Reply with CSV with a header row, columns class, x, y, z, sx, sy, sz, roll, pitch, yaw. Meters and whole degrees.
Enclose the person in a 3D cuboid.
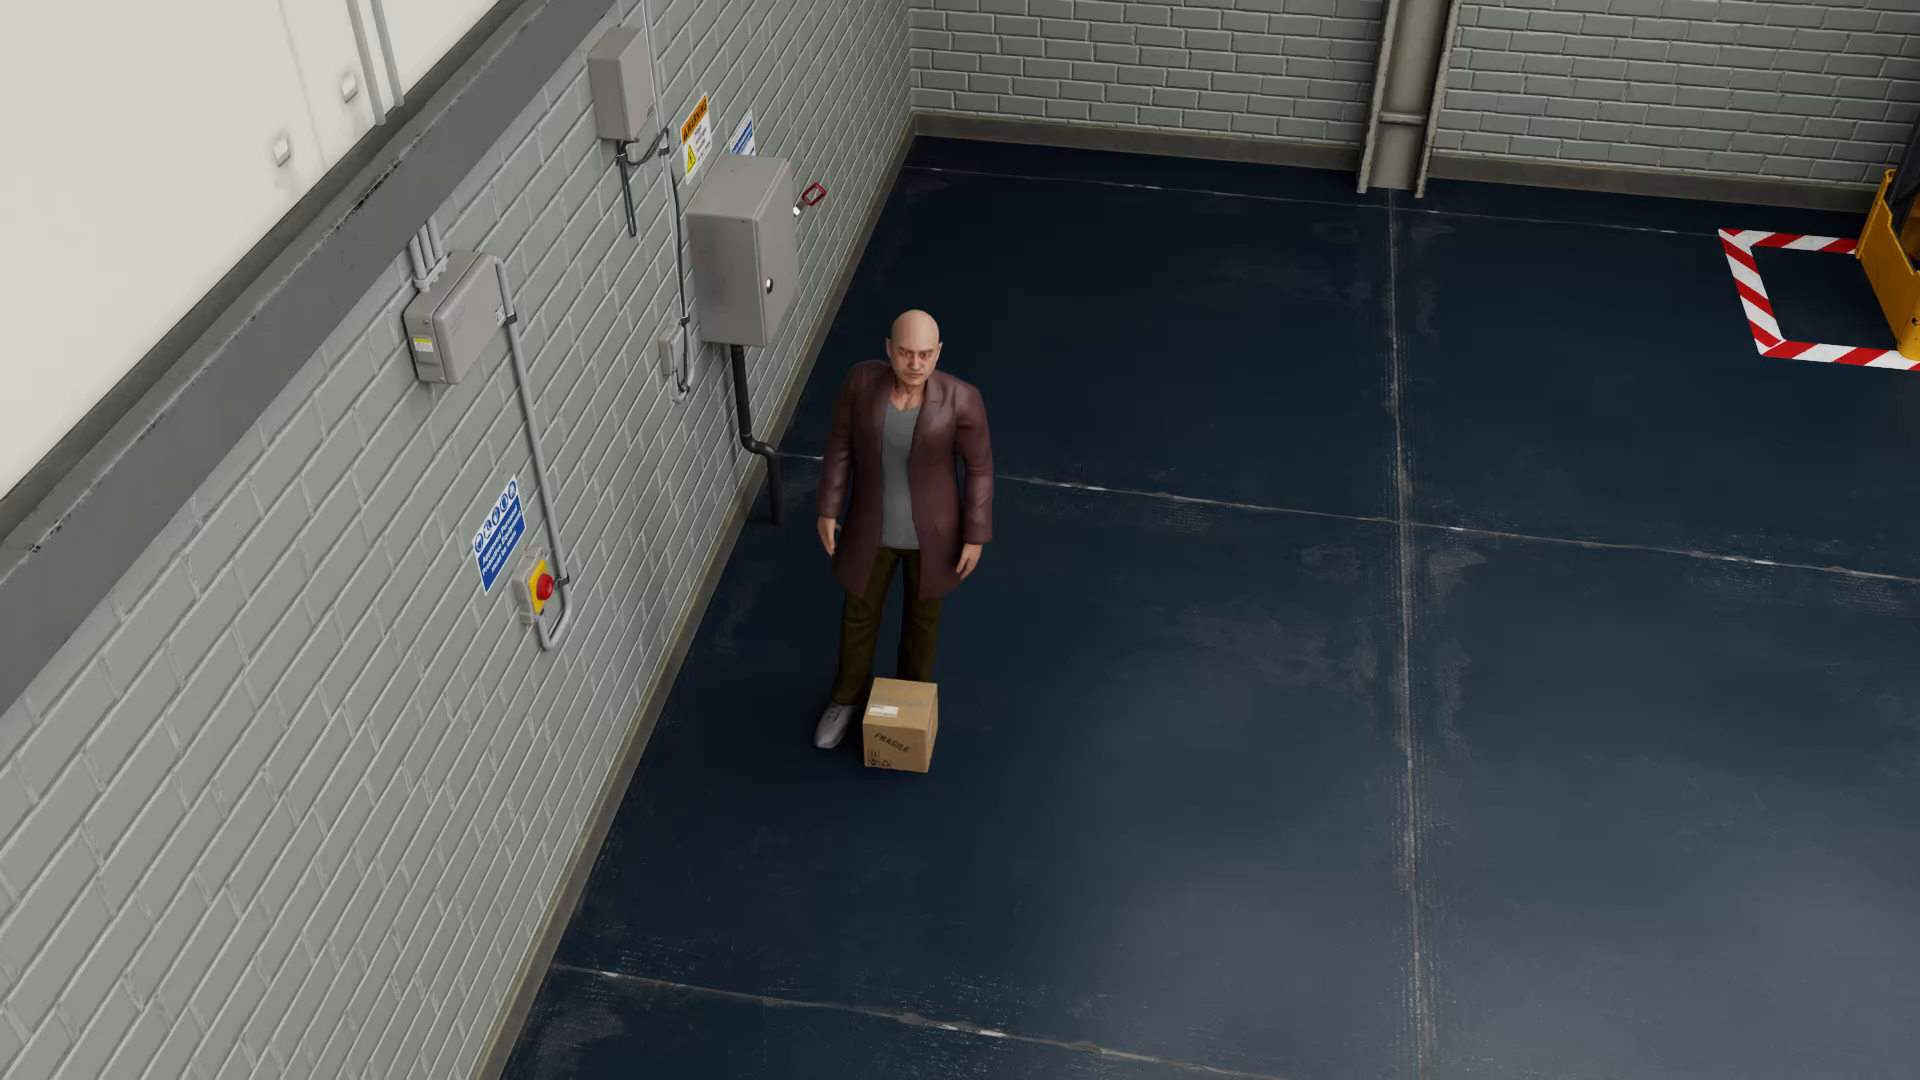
class,x,y,z,sx,sy,sz,roll,pitch,yaw
person,-0.223,0.008,6.146,0.695,1.775,0.582,7,40,8
